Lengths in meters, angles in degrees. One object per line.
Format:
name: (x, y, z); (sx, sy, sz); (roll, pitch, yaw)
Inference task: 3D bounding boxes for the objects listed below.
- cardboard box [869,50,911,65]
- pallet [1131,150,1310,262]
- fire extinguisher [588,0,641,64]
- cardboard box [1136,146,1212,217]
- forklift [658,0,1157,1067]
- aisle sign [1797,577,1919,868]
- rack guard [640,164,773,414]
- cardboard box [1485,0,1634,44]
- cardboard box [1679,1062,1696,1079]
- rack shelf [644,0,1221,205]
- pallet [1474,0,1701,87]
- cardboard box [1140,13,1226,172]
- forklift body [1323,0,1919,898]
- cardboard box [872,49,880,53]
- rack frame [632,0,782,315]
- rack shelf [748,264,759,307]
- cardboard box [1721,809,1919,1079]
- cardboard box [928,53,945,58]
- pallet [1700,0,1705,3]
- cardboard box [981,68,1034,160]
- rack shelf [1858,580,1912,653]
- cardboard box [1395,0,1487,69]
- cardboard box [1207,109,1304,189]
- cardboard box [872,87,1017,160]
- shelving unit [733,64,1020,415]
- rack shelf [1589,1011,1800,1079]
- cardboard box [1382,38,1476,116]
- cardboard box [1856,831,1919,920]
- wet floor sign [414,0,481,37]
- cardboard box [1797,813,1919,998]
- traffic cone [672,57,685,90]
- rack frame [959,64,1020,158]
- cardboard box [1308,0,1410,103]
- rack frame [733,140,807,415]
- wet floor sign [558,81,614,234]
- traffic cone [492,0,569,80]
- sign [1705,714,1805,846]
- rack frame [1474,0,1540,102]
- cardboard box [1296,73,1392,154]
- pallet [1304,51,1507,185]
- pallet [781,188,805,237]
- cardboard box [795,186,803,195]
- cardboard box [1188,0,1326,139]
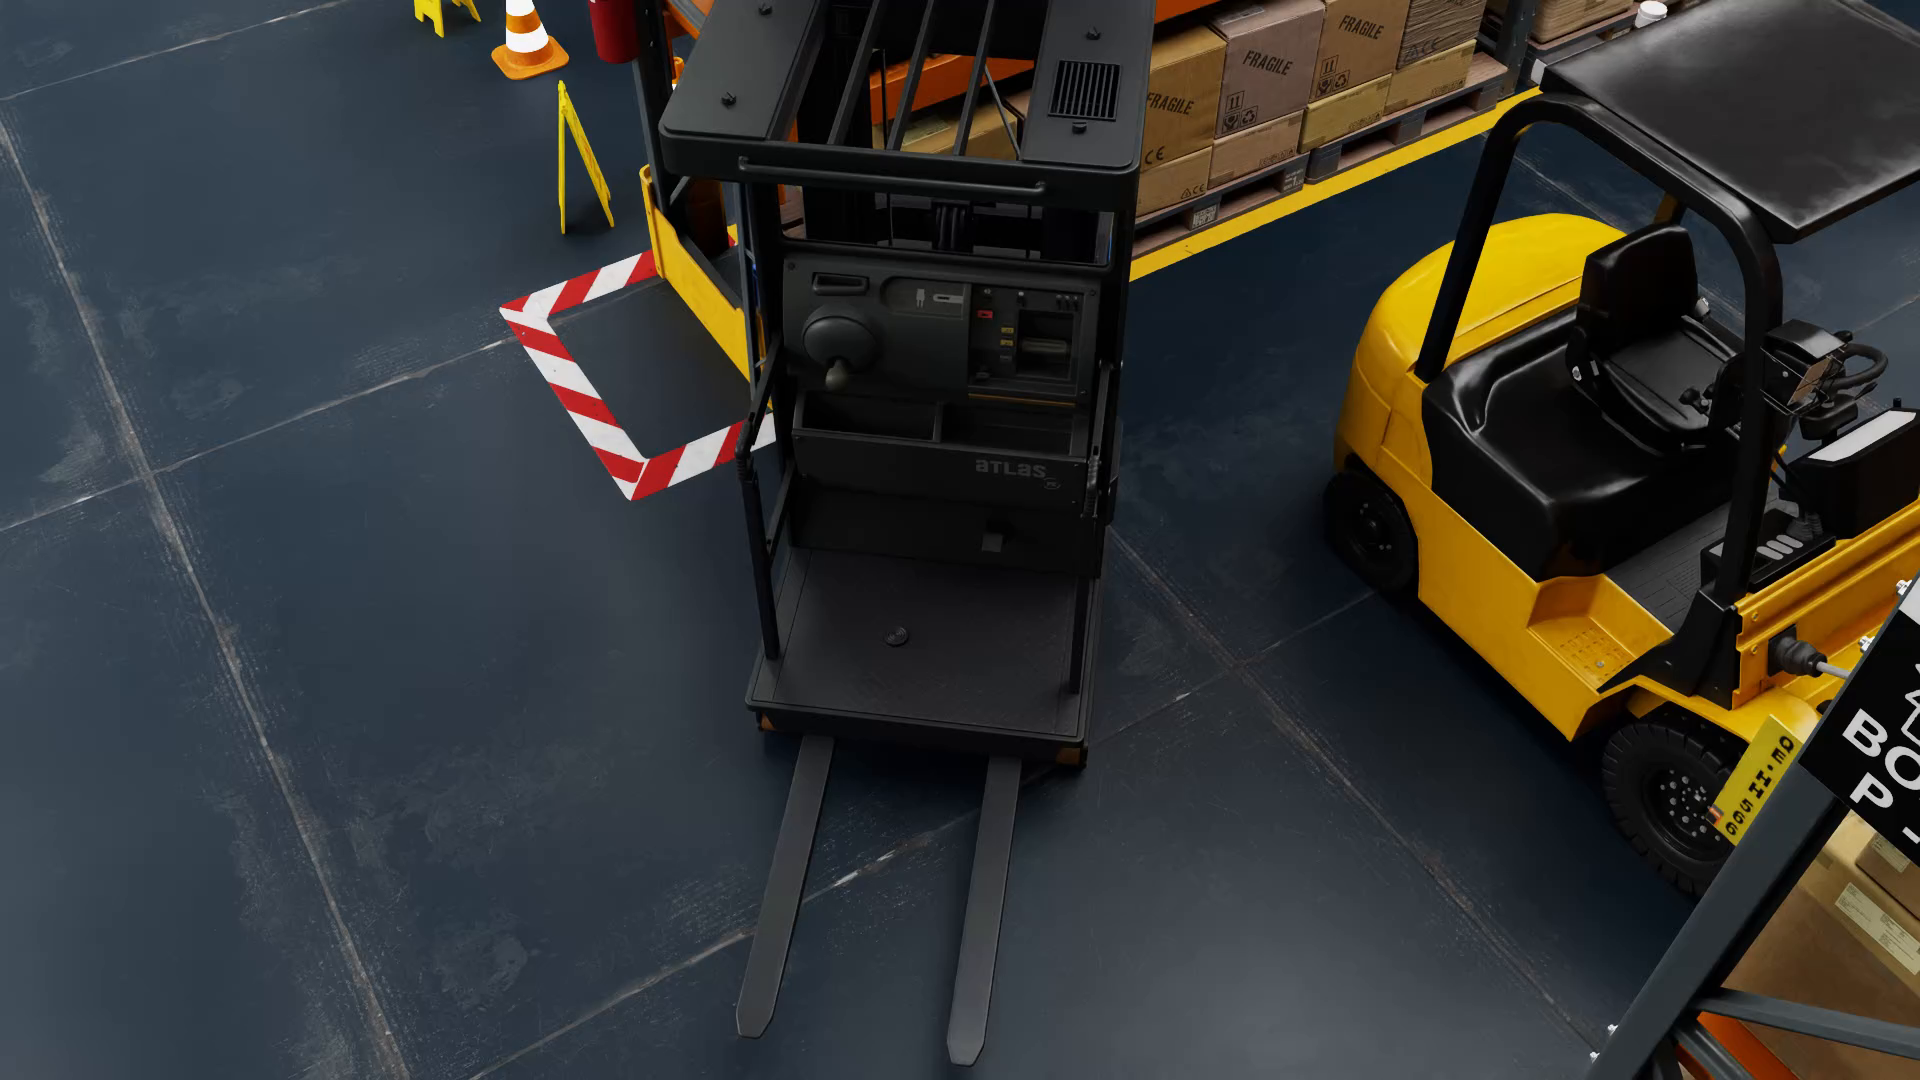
cardboard box: (-0.367, -1.917, 6.117); (0.250, 0.149, 0.380); (-24, 53, -20)
pallet: (0.830, -1.774, 7.689); (1.213, 0.211, 1.003); (-25, 53, -21)
fire extinguisher: (-1.314, -2.106, 6.169); (0.183, 0.674, 0.296); (-25, 53, -21)
cardboard box: (0.749, -1.683, 7.300); (0.500, 0.250, 0.500); (-22, 52, -18)
forklift: (-0.087, -0.510, 4.741); (1.130, 2.935, 3.031); (6, 49, 5)
aisle sign: (1.468, 0.223, 2.302); (0.004, 0.787, 0.394); (-25, 53, -21)
rack guard: (-0.907, -1.086, 6.882); (0.348, 0.500, 1.175); (-25, 53, -21)
cardboard box: (2.854, -2.957, 8.353); (0.625, 0.372, 0.950); (-25, 53, -20)
cardboard box: (1.904, 1.309, 3.966); (0.500, 0.250, 0.500); (-24, 52, -20)
rack shelf: (0.721, -2.444, 6.900); (4.000, 0.370, 1.077); (-25, 53, -21)
pallet: (3.070, -2.864, 8.660); (1.213, 0.211, 1.003); (-25, 53, -21)
cardboard box: (0.747, -1.924, 7.012); (0.500, 0.500, 0.500); (-24, 53, -20)
forklift body: (2.311, -0.379, 5.147); (1.214, 2.155, 2.313); (-25, 53, -21)
cardboard box: (-0.422, -2.032, 5.785); (0.500, 0.500, 0.500); (-26, 53, -21)
rack frame: (-0.971, -1.887, 5.922); (0.127, 3.000, 1.000); (-25, 53, -21)
rack shelf: (-0.251, -1.024, 6.323); (1.000, 0.185, 0.538); (-29, 55, -25)
cardboard box: (1.957, 0.852, 3.416); (0.500, 0.500, 0.500); (-26, 53, -22)
cardboard box: (-0.100, -1.972, 6.166); (0.250, 0.149, 0.380); (-27, 54, -22)
pallet: (4.103, -3.354, 9.095); (1.213, 0.211, 1.003); (-25, 53, -21)
cardboard box: (0.319, -1.729, 6.839); (0.500, 0.500, 0.500); (-27, 54, -22)
rack shelf: (3.372, -0.308, 2.989); (4.000, 0.370, 1.077); (-25, 53, -21)
cardboard box: (2.055, -2.550, 7.570); (0.500, 0.500, 0.500); (-26, 53, -21)
cardboard box: (1.178, -1.882, 7.478); (0.500, 0.250, 0.500); (-24, 53, -20)
cardboard box: (-0.121, -1.518, 6.651); (0.500, 0.500, 0.500); (-27, 54, -22)
shelving unit: (-0.246, -1.146, 6.190); (1.048, 1.500, 0.538); (-29, 55, -25)
rack shelf: (3.372, 0.689, 4.109); (4.000, 0.370, 1.077); (-25, 53, -21)
cardboard box: (2.055, -2.300, 7.850); (0.500, 0.250, 0.500); (-23, 52, -19)
cardboard box: (1.871, 0.623, 2.986); (0.250, 0.149, 0.380); (-25, 53, -21)
wet floor sign: (-2.666, -2.928, 8.425); (0.232, 0.644, 0.267); (-34, 57, -27)
cardboard box: (1.824, 0.683, 3.132); (0.250, 0.149, 0.380); (-24, 53, -20)
traffic cone: (-1.296, -2.029, 7.747); (0.334, 0.463, 0.336); (-25, 53, -21)
rack frame: (0.156, -1.367, 6.409); (0.032, 1.500, 0.500); (-29, 55, -25)
cardboard box: (1.626, -2.346, 7.389); (0.500, 0.500, 0.500); (-24, 53, -20)
rack frame: (-0.648, -0.925, 5.972); (0.032, 1.500, 0.500); (-29, 55, -25)
wet floor sign: (-1.703, -1.704, 7.335); (0.232, 0.644, 0.267); (-9, 49, -8)
traffic cone: (-2.175, -2.595, 8.251); (0.334, 0.463, 0.336); (-25, 53, -21)
sign: (1.403, 0.435, 2.920); (0.005, 0.325, 0.100); (-25, 53, -21)
rack frame: (2.412, -3.481, 7.341); (0.127, 3.000, 1.000); (-25, 53, -21)
cardboard box: (1.610, -2.082, 7.656); (0.500, 0.250, 0.500); (-27, 53, -22)
pallet: (1.863, -2.263, 8.124); (1.213, 0.211, 1.003); (-25, 53, -21)
pallet: (-0.201, -1.291, 7.258); (1.213, 0.211, 1.003); (-25, 53, -21)
cardboard box: (-0.411, -1.614, 7.238); (0.500, 0.250, 0.500); (-25, 53, -21)
cardboard box: (1.195, -2.142, 7.207); (0.500, 0.500, 0.500); (-23, 52, -19)
